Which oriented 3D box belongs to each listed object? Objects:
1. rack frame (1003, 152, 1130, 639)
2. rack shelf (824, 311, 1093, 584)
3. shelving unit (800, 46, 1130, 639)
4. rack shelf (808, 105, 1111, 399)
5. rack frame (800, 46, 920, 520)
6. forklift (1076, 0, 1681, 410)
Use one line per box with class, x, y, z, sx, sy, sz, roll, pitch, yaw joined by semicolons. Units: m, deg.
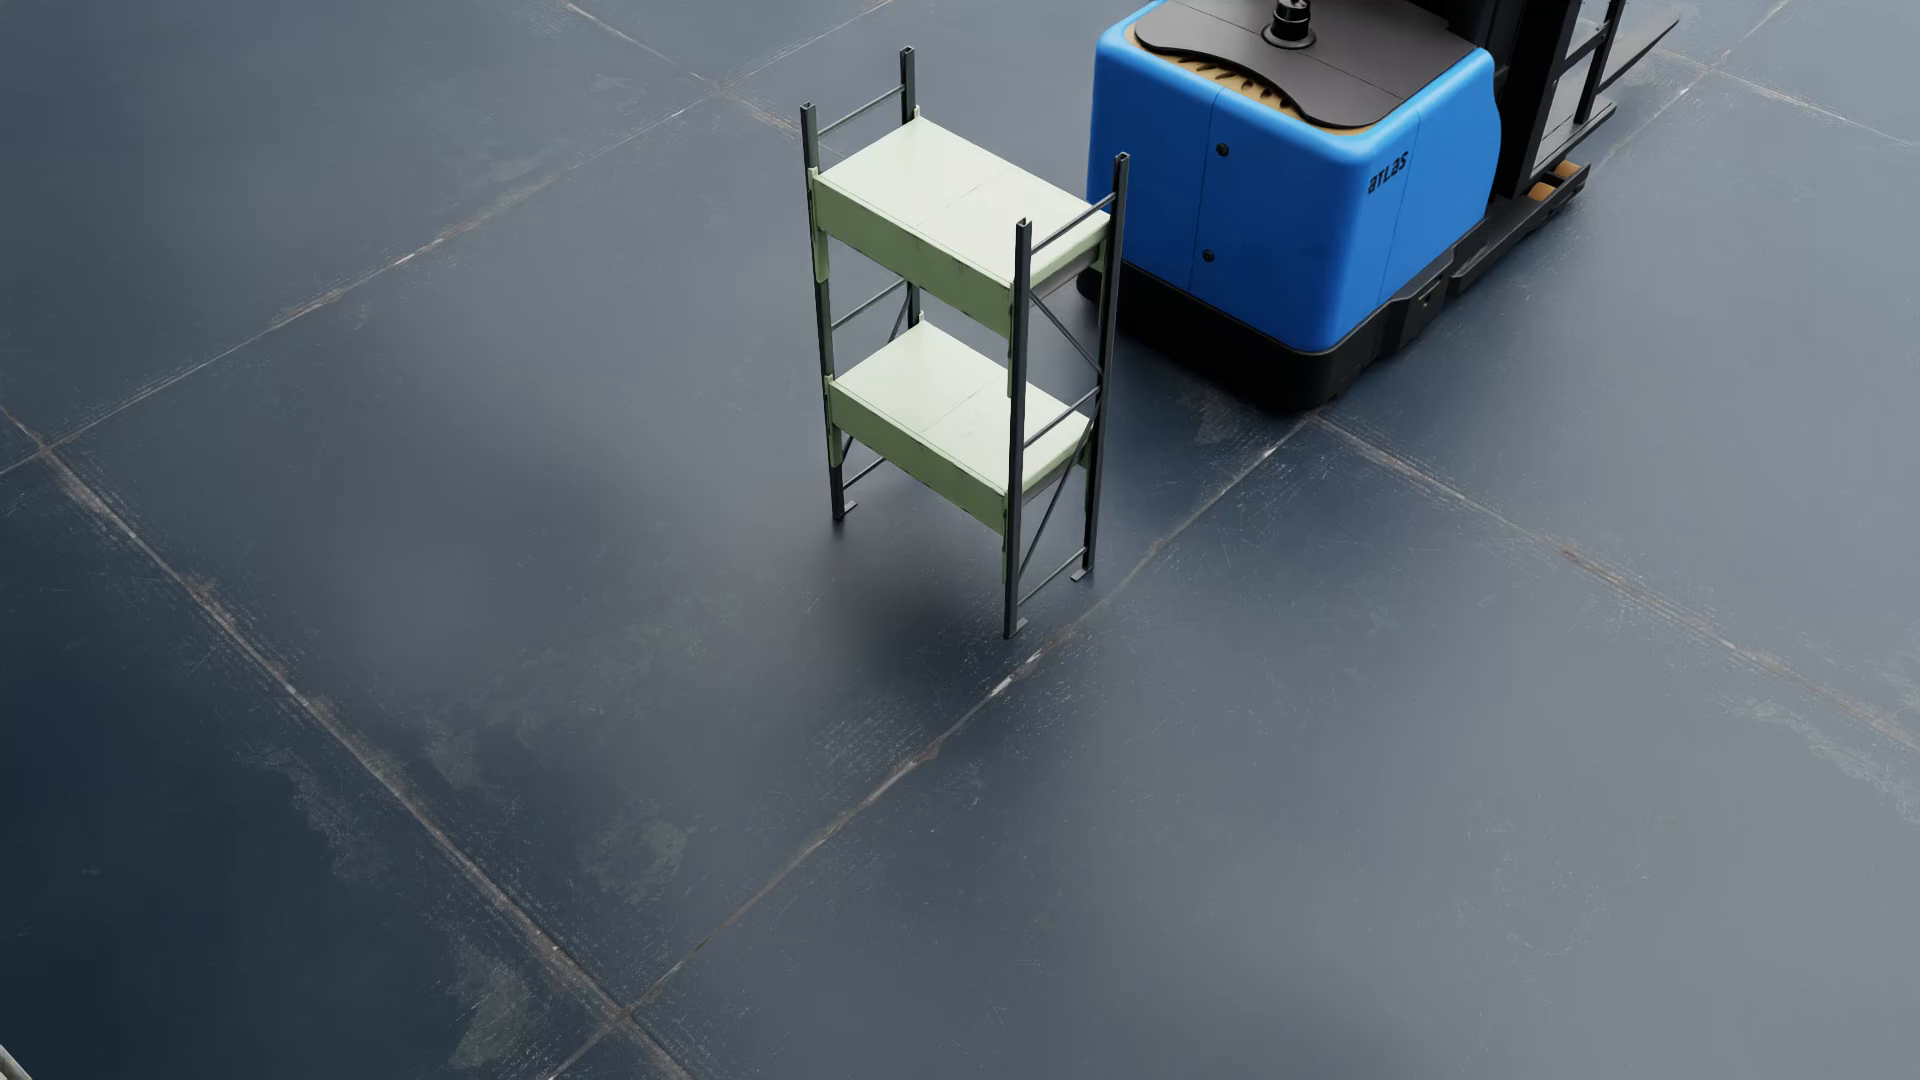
rack frame;0.274;-0.329;4.530;0.023;1.500;0.400;34;55;28
rack shelf;0.005;-0.287;4.938;0.720;0.370;0.431;34;55;28
shelving unit;0.005;-0.510;4.700;0.755;1.500;0.431;34;55;28
rack shelf;0.005;-0.777;4.416;0.720;0.370;0.431;34;55;28
rack frame;-0.264;-0.691;4.870;0.023;1.500;0.400;34;55;28
forklift;1.784;-2.429;5.520;1.130;2.935;3.031;34;55;27
